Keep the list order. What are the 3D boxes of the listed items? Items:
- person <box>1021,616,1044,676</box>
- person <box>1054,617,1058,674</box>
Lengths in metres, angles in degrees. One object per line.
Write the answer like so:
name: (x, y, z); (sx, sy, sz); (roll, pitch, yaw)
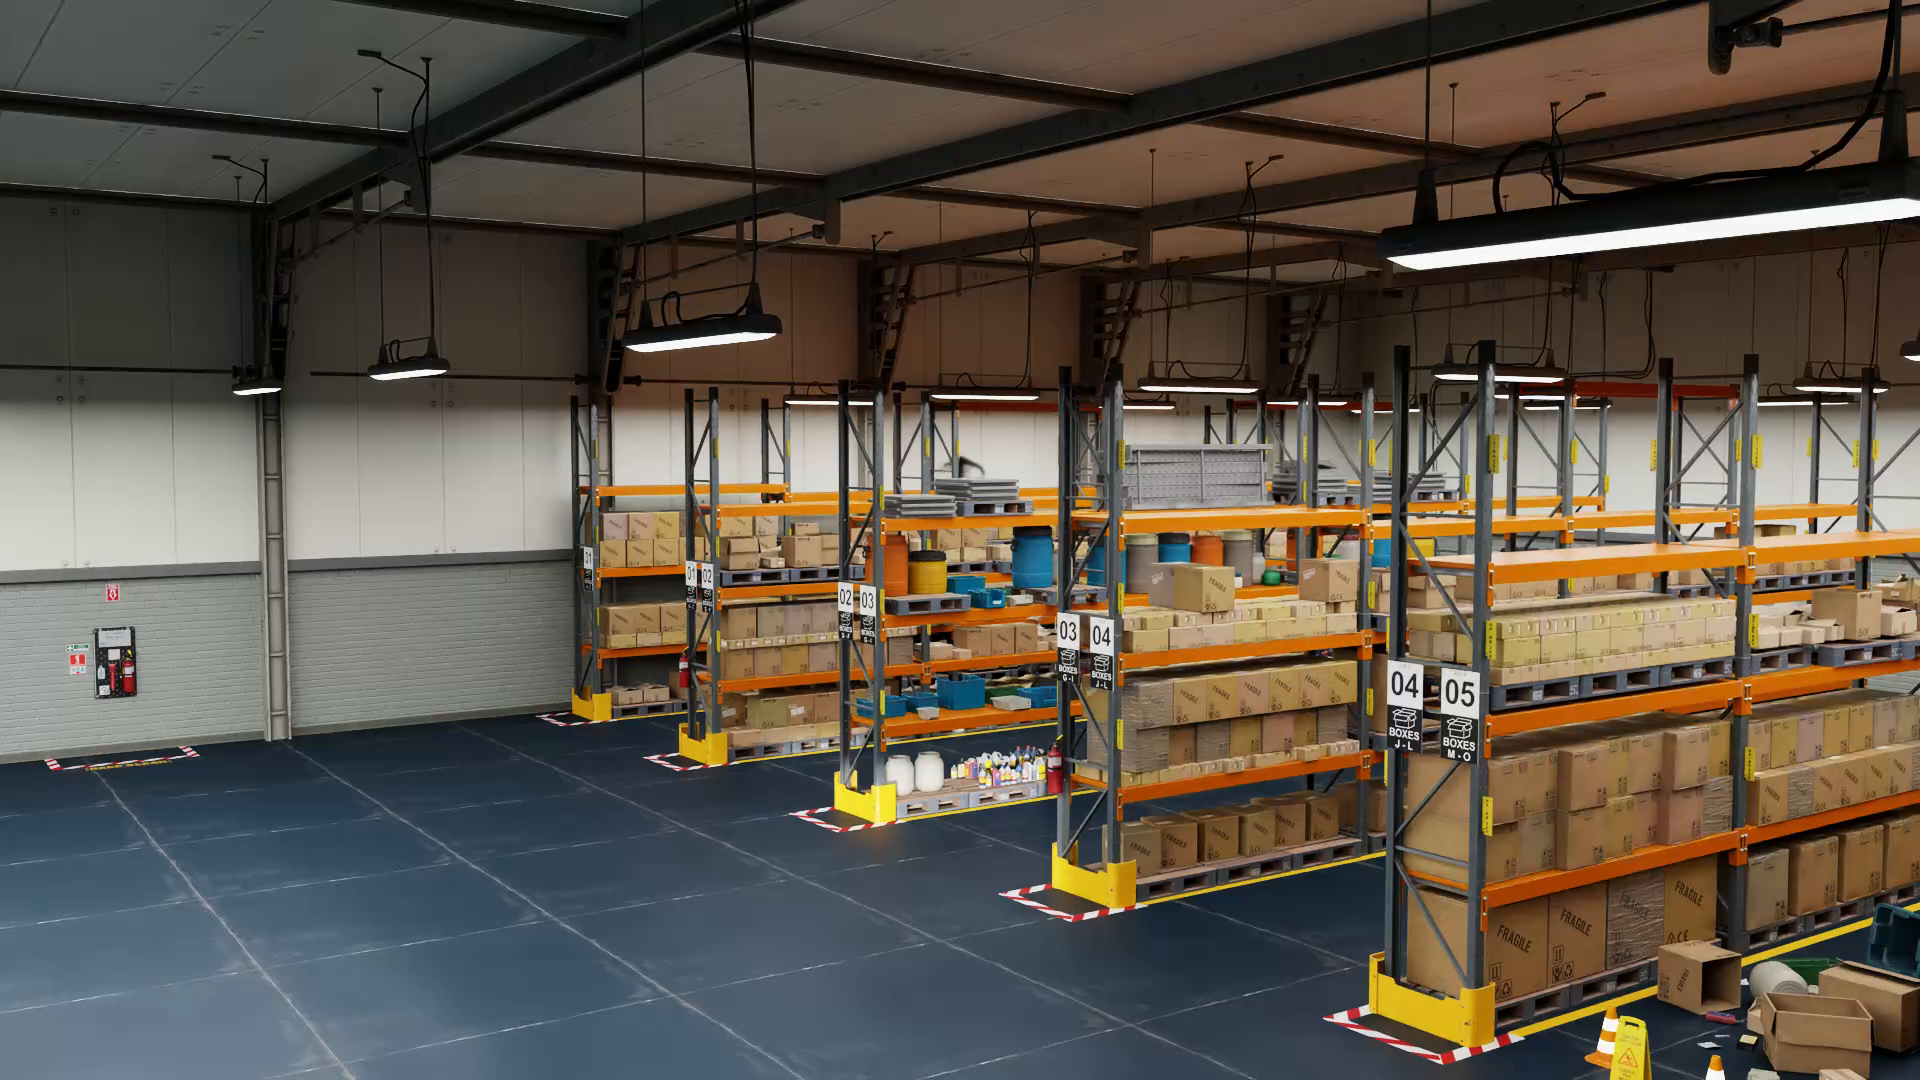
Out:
person: (1.471, 2.287, 34.036); (0.656, 1.667, 0.847); (0, 3, -4)
person: (2.097, 2.345, 33.673); (0.596, 1.621, 0.667); (3, 5, 42)
